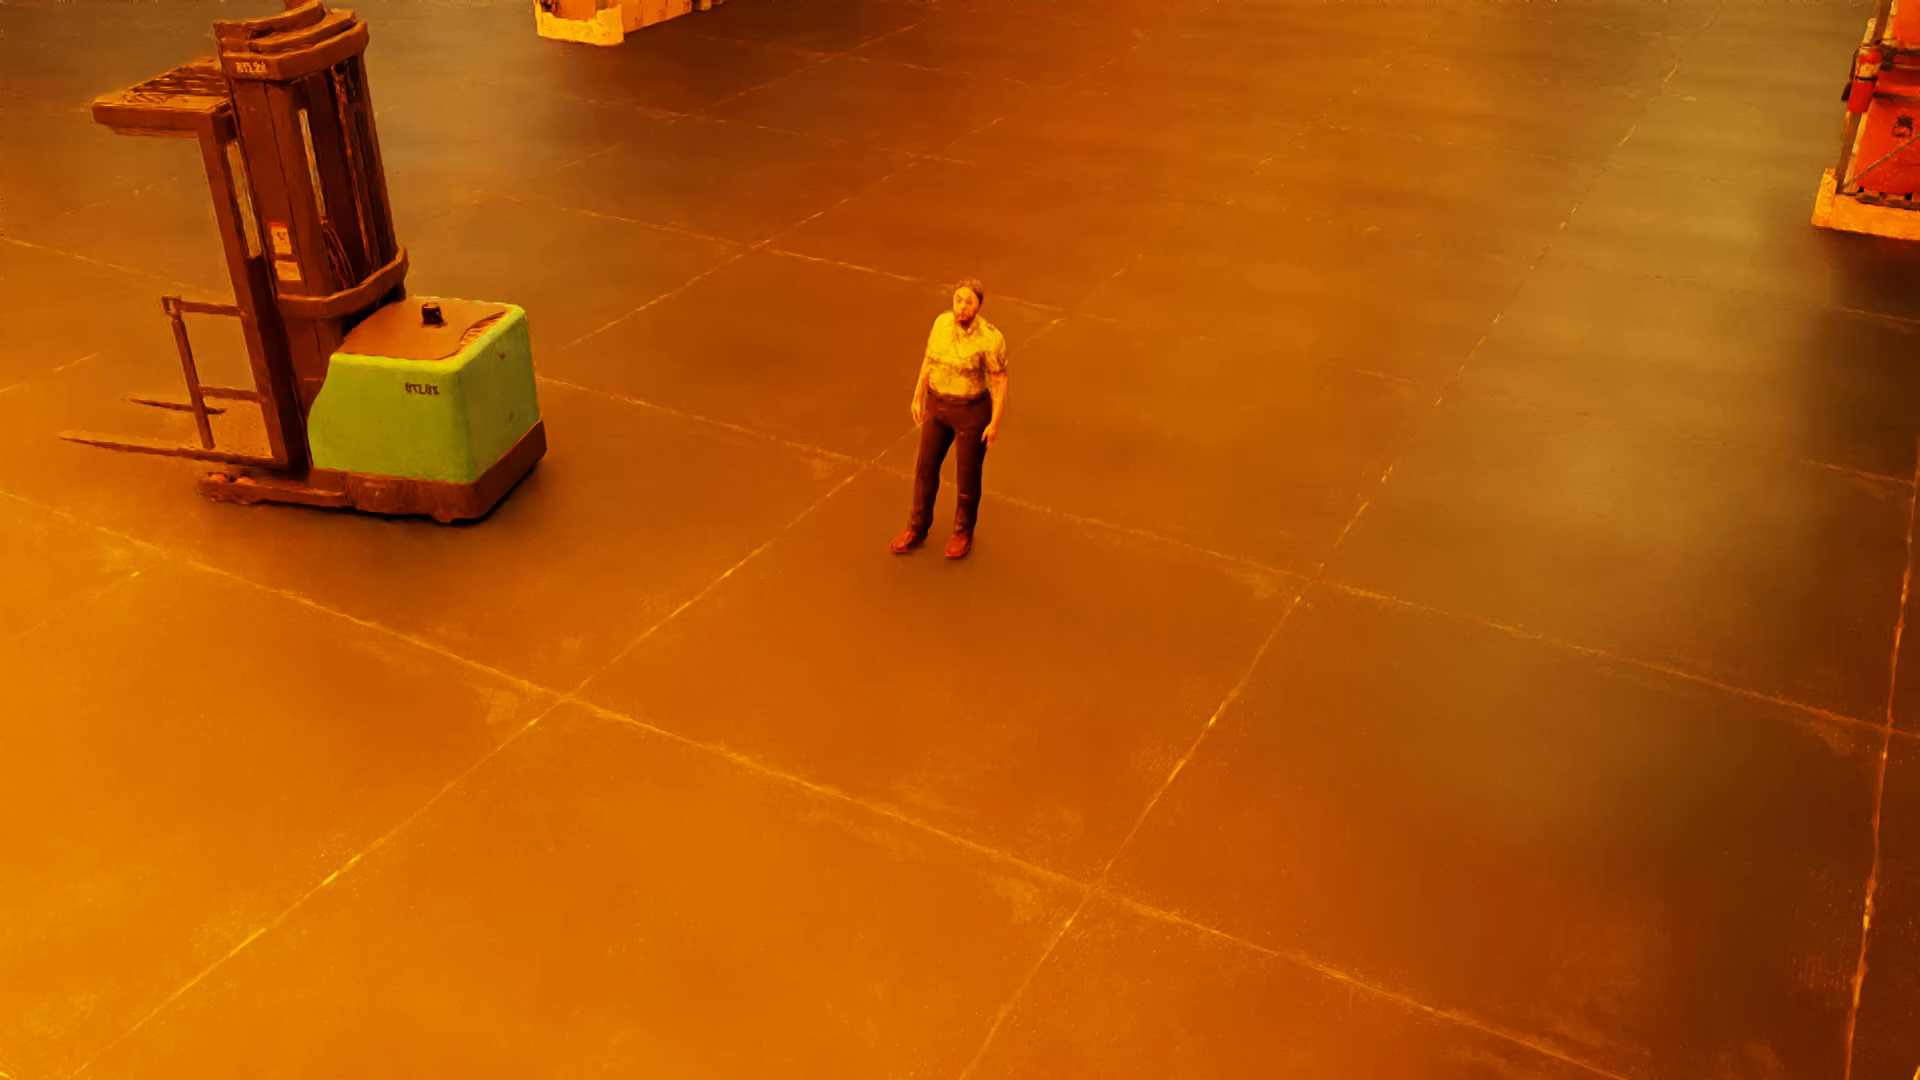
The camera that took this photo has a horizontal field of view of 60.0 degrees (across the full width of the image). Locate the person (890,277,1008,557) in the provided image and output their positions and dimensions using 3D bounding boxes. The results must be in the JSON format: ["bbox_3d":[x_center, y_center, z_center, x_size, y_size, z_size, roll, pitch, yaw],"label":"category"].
[{"bbox_3d":[-0.063,-0.686,9.529,0.599,1.650,0.502,15,33,25],"label":"person"}]

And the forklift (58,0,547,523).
[{"bbox_3d":[-4.273,-1.744,10.092,3.031,2.935,1.130,6,31,11],"label":"forklift"}]
